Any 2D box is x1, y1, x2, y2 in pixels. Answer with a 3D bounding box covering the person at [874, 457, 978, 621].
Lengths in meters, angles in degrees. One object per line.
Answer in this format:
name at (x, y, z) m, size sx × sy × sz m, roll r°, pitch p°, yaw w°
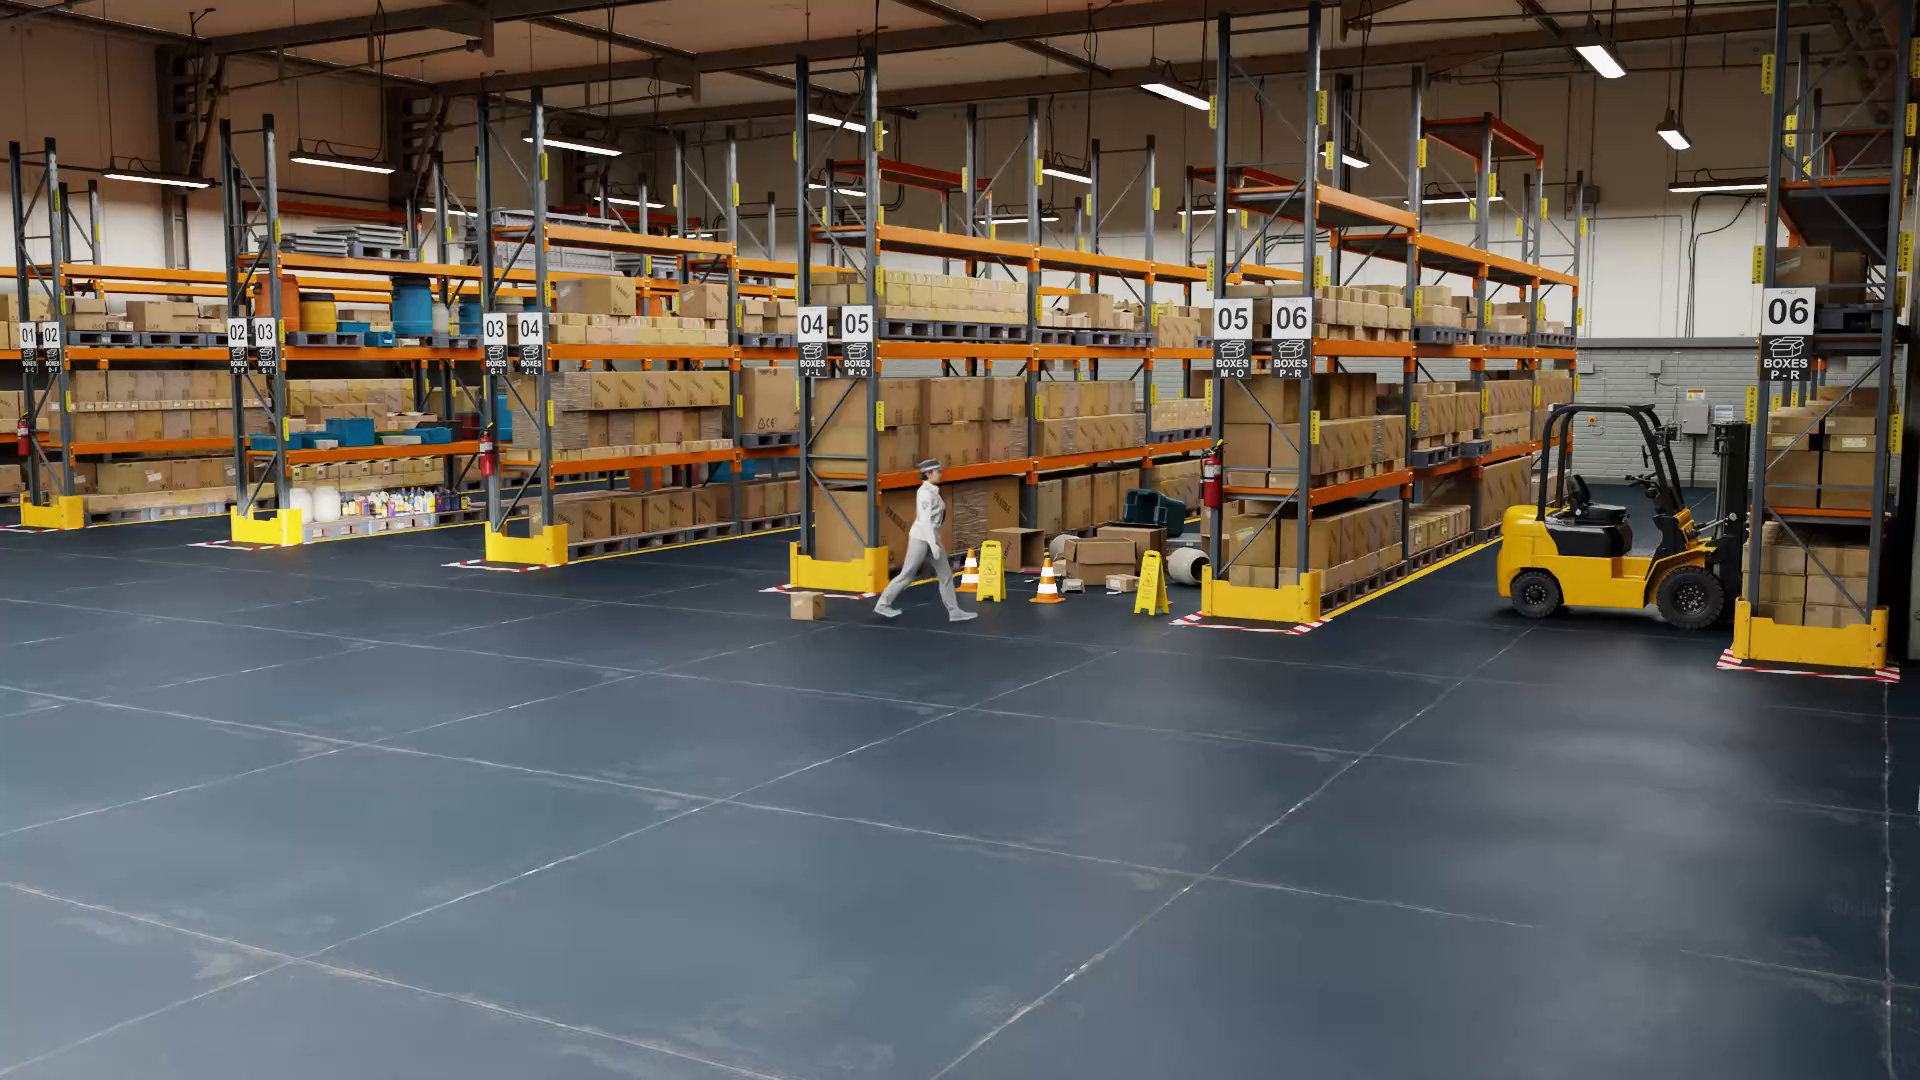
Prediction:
person at (-0.345, -0.003, 16.344) m, size 1.030 × 1.626 × 0.504 m, roll 1°, pitch 6°, yaw 12°
